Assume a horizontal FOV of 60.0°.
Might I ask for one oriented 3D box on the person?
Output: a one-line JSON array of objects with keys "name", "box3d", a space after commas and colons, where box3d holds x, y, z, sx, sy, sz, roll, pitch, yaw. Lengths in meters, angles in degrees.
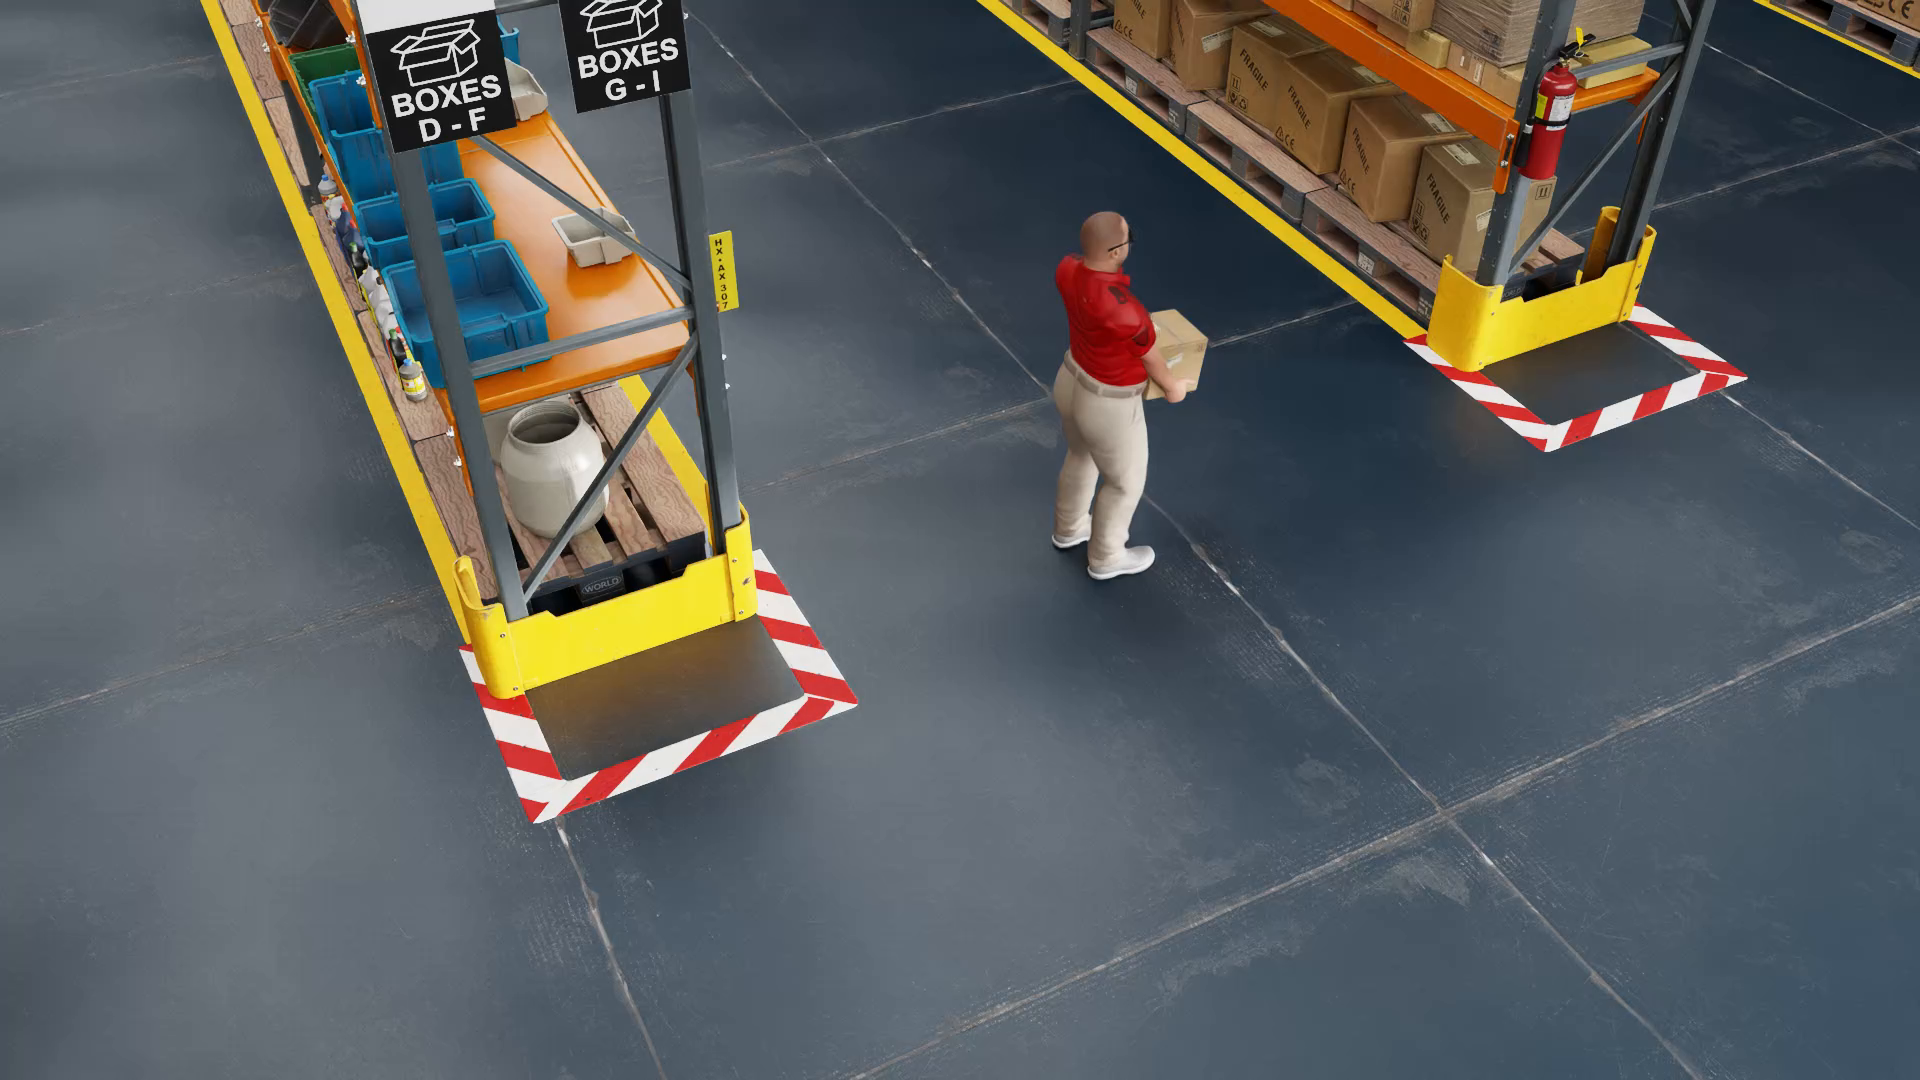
[{"name": "person", "box3d": [0.662, -0.615, 6.887, 0.541, 1.724, 0.490, -19, 44, -20]}]
